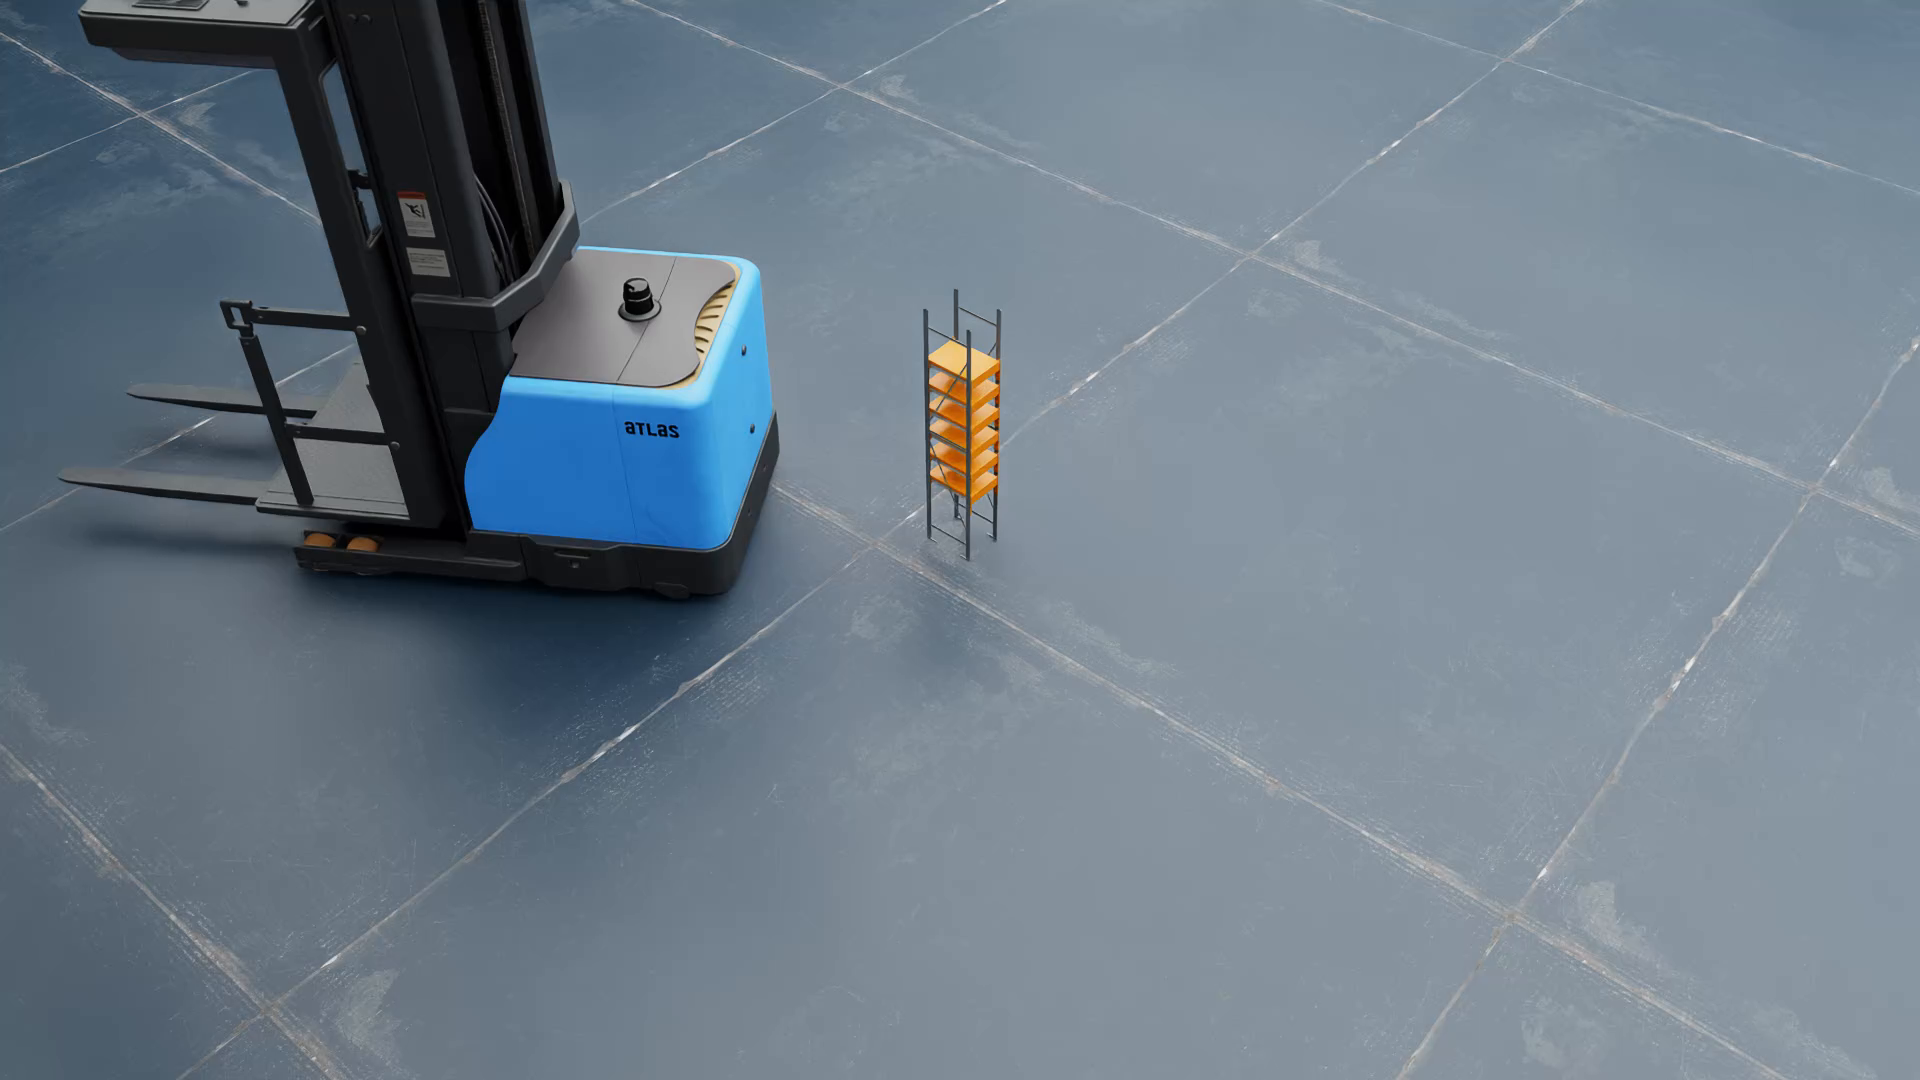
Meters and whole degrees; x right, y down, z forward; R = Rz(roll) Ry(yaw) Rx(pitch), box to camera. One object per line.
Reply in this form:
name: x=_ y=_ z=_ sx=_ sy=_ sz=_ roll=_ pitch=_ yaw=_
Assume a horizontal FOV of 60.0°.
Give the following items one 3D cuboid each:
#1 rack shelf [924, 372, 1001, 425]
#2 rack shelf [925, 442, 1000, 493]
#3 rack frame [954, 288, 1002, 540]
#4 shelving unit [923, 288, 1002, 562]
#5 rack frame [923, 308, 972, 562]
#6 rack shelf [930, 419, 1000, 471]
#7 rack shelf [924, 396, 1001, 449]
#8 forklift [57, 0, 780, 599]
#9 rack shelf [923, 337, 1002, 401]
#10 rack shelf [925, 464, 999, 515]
rack shelf: x=0.009 y=-0.596 z=6.723 sx=0.258 sy=0.103 sz=0.180 roll=29 pitch=50 yaw=28
rack shelf: x=0.009 y=-0.330 z=6.965 sx=0.258 sy=0.103 sz=0.180 roll=29 pitch=50 yaw=28
rack frame: x=0.068 y=-0.498 z=6.906 sx=0.240 sy=1.200 sz=0.006 roll=29 pitch=50 yaw=28
shelving unit: x=0.009 y=-0.451 z=6.855 sx=0.258 sy=1.200 sz=0.189 roll=29 pitch=50 yaw=28
rack frame: x=-0.050 y=-0.404 z=6.803 sx=0.240 sy=1.200 sz=0.006 roll=29 pitch=50 yaw=28
rack shelf: x=0.009 y=-0.419 z=6.884 sx=0.258 sy=0.103 sz=0.180 roll=29 pitch=50 yaw=28
rack shelf: x=0.009 y=-0.507 z=6.804 sx=0.258 sy=0.103 sz=0.180 roll=29 pitch=50 yaw=28
forklift: x=-2.380 y=-1.280 z=6.479 sx=3.031 sy=2.935 sz=1.130 roll=5 pitch=43 yaw=6
rack shelf: x=0.009 y=-0.685 z=6.642 sx=0.258 sy=0.103 sz=0.180 roll=29 pitch=50 yaw=28
rack shelf: x=0.009 y=-0.241 z=7.046 sx=0.258 sy=0.103 sz=0.180 roll=29 pitch=50 yaw=28
